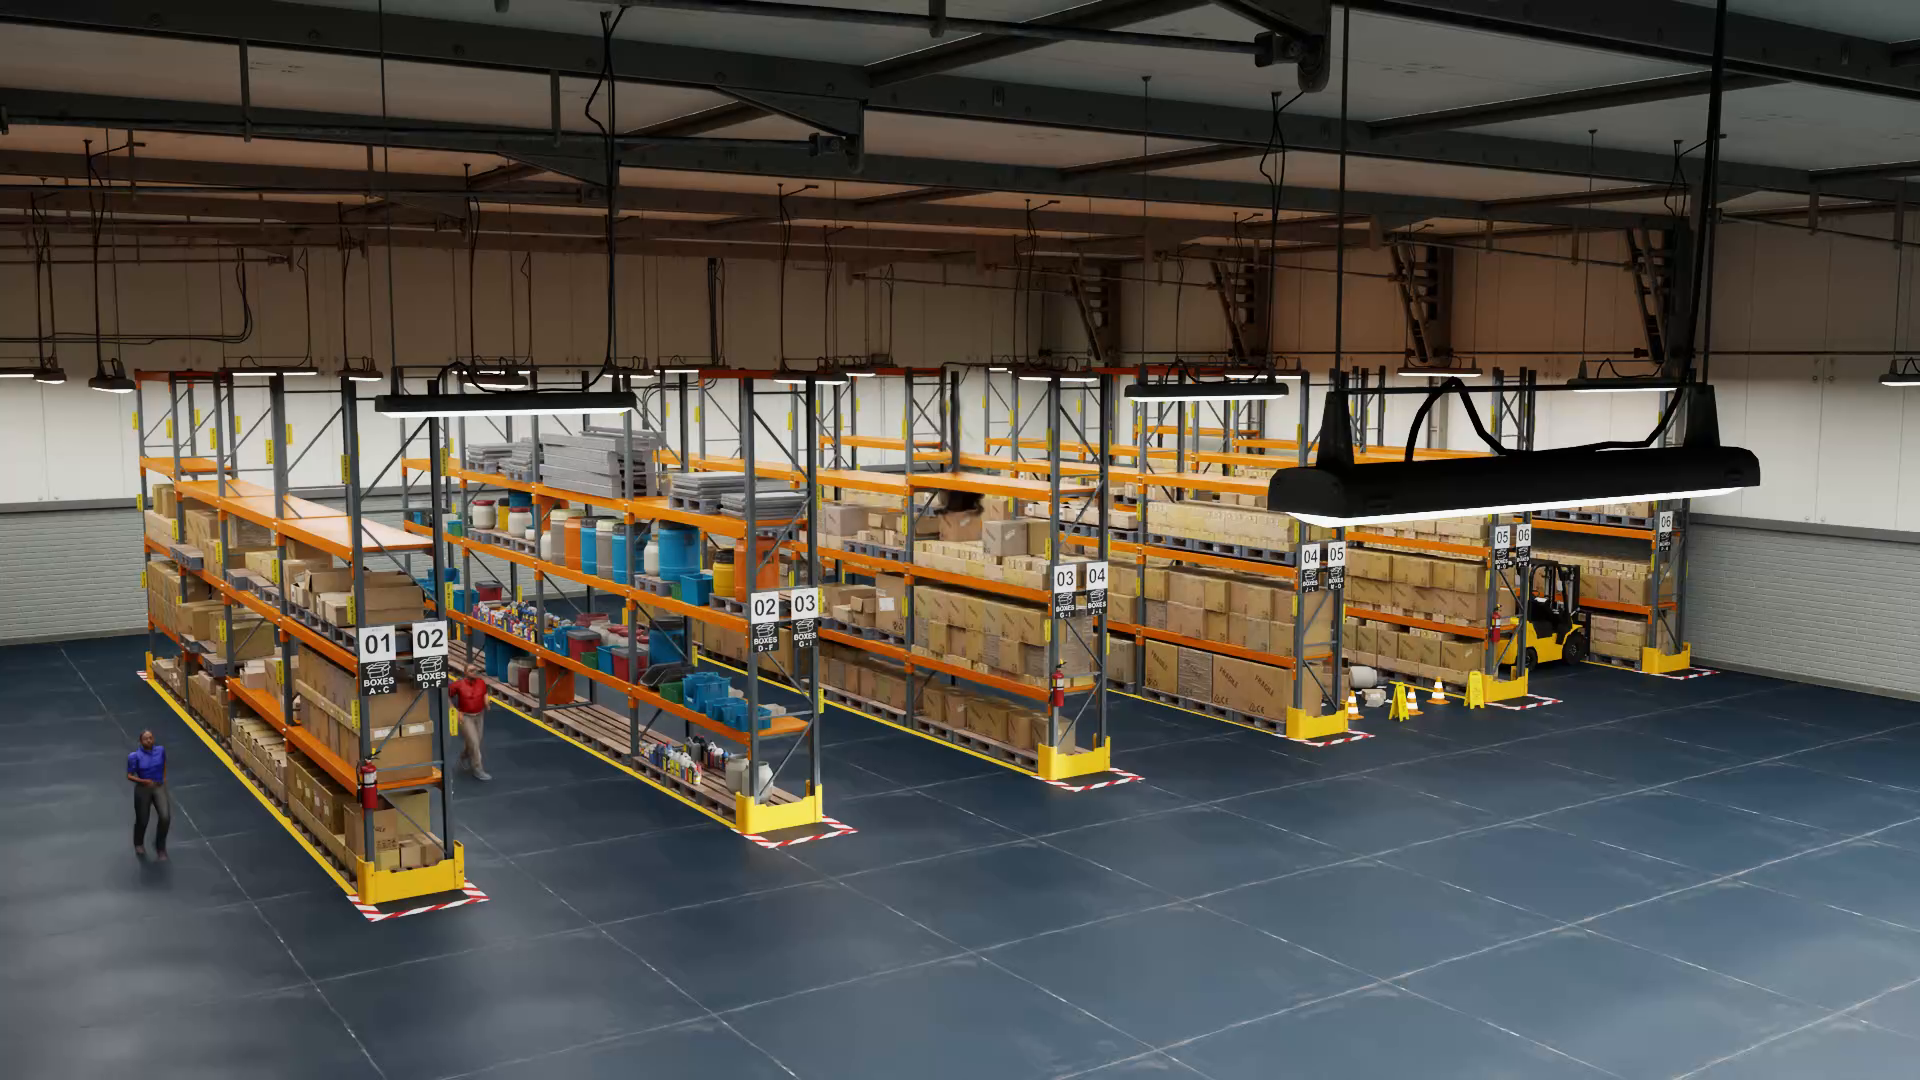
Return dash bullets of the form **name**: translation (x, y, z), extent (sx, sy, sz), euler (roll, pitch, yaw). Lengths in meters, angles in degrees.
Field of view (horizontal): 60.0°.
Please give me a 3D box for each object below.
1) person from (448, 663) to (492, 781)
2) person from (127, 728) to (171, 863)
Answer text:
- **person**: translation (-7.335, 2.683, 24.830), extent (0.858, 1.729, 0.671), euler (5, 8, 40)
- **person**: translation (-10.131, 3.187, 20.790), extent (0.524, 1.703, 0.767), euler (-5, 8, -39)
